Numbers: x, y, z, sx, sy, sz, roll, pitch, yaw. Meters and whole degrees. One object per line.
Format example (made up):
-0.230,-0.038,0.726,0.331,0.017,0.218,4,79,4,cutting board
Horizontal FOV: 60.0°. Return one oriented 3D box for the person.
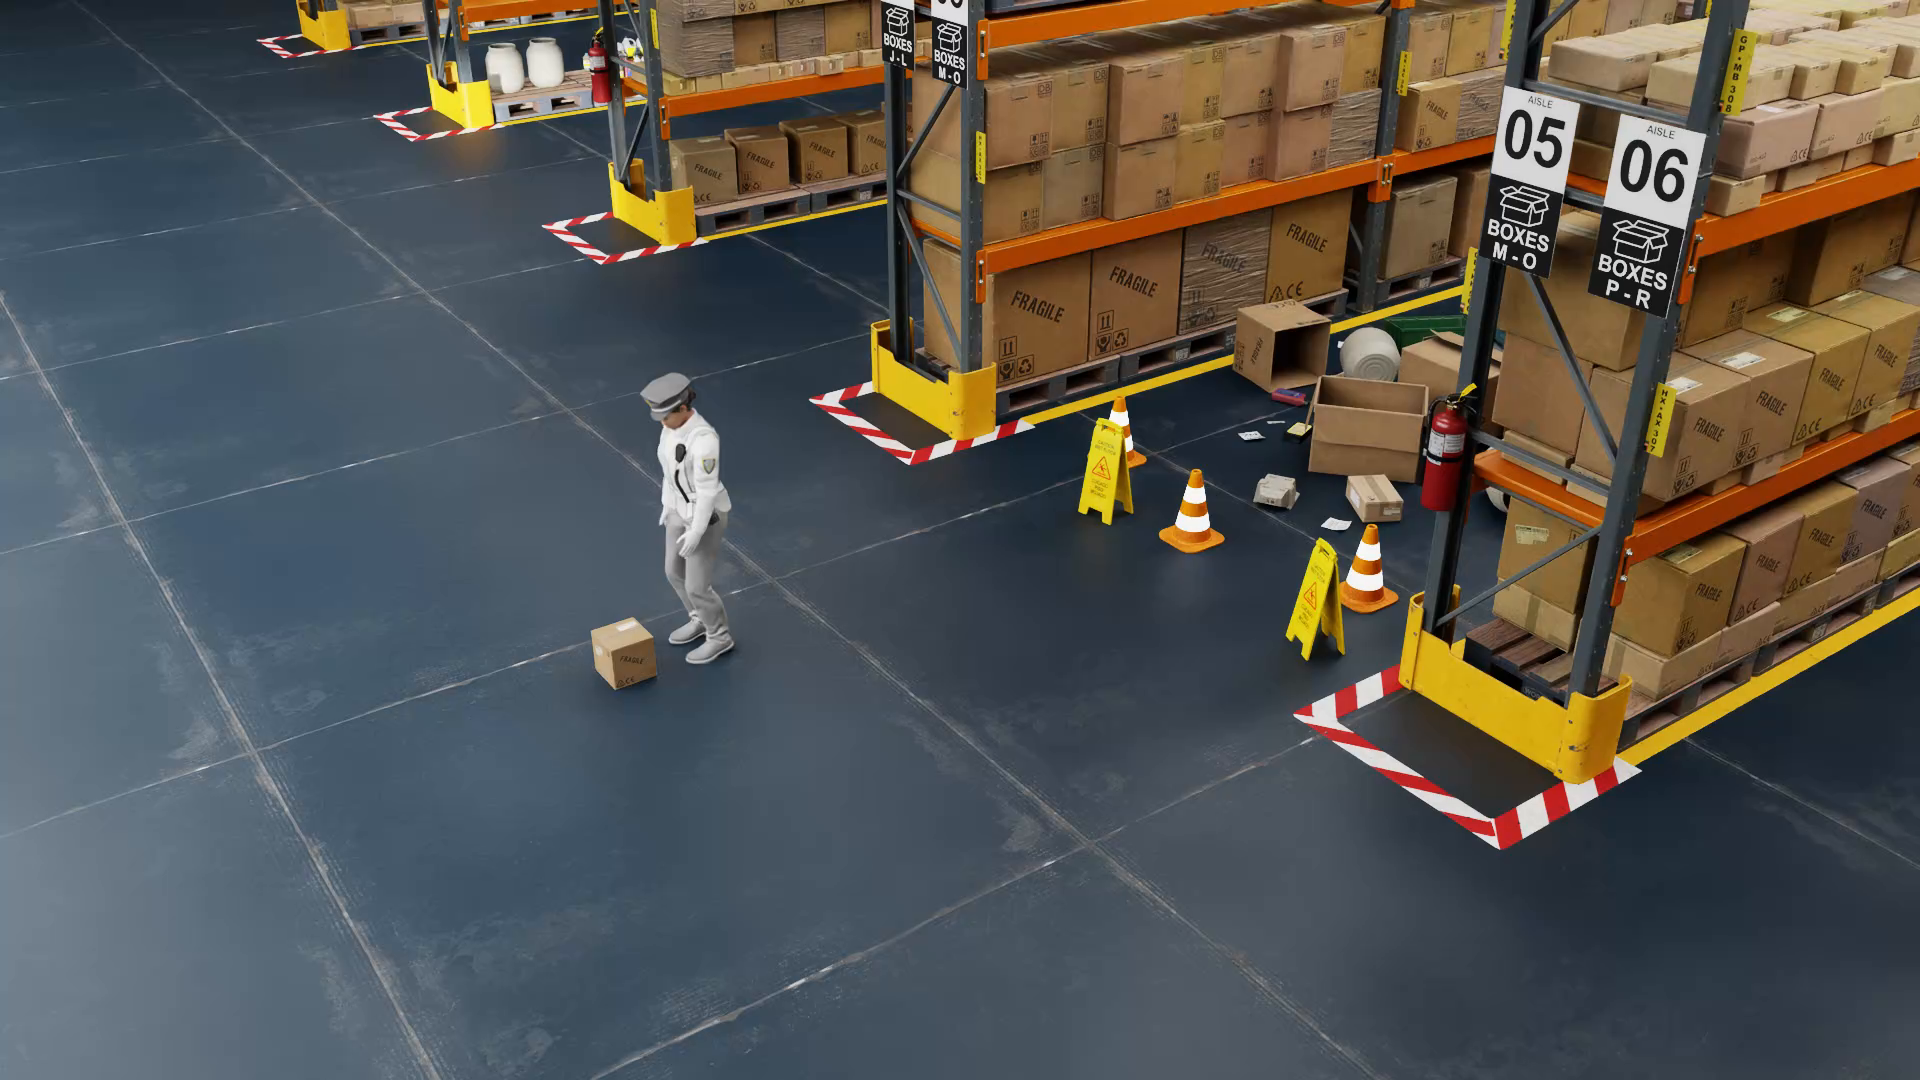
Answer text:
-1.429,-0.113,8.867,0.412,1.642,0.492,-18,34,-29,person
